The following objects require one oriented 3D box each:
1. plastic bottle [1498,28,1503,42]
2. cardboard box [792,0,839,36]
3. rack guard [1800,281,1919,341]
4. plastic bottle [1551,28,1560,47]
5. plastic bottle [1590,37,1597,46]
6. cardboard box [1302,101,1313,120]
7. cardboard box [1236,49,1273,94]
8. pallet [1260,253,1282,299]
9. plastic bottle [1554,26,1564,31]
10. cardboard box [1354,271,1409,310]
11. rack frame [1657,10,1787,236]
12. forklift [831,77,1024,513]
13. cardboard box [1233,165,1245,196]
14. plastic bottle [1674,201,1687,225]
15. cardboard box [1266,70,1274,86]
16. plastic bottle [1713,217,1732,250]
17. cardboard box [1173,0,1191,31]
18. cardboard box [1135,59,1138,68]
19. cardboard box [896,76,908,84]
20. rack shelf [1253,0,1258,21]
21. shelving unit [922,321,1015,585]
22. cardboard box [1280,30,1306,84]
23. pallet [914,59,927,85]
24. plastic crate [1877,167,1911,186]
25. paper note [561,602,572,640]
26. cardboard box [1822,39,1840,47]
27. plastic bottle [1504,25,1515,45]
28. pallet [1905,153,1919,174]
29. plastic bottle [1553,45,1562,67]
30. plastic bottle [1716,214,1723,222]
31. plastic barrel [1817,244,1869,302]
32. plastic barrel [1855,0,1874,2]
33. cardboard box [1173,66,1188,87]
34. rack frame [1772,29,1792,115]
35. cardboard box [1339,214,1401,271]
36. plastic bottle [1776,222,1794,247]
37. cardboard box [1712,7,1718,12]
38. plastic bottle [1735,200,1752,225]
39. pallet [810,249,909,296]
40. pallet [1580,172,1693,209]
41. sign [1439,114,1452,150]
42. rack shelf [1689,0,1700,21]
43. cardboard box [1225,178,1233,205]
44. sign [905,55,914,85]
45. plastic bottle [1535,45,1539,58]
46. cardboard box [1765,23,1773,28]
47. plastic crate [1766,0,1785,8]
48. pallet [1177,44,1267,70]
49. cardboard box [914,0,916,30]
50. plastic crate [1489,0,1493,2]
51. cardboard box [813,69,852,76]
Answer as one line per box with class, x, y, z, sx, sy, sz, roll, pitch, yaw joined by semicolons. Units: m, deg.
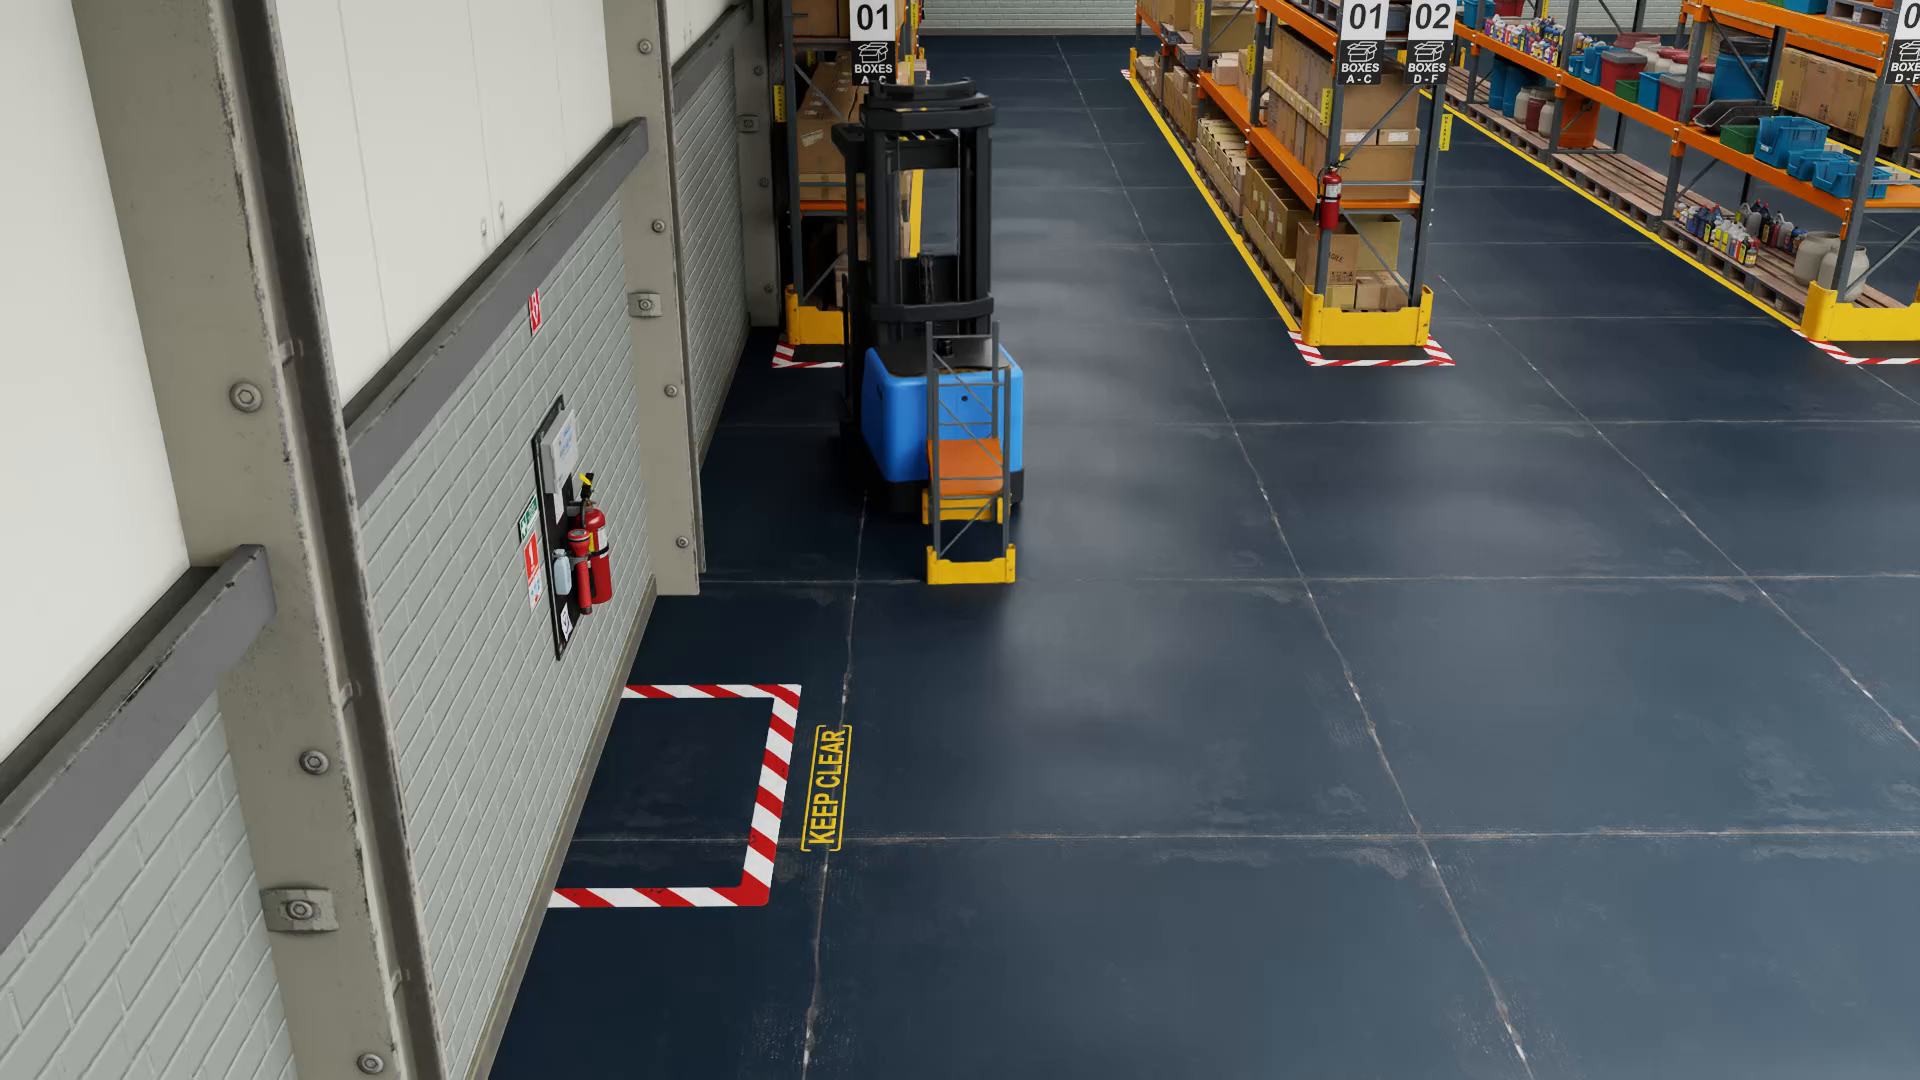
plastic bottle;8.306;-7.742;25.469;0.097;0.201;0.097;0;24;0
cardboard box;-1.331;-4.867;15.085;0.500;0.500;0.500;1;24;3
rack guard;8.786;-2.211;16.032;1.175;0.500;0.348;0;24;-1
plastic bottle;8.919;-7.527;24.908;0.097;0.271;0.097;0;24;0
plastic bottle;9.101;-7.083;23.913;0.061;0.283;0.133;0;24;-1
cardboard box;3.670;-4.329;16.774;0.380;0.149;0.250;0;24;1
cardboard box;3.828;-5.949;21.142;0.500;0.500;0.500;-2;24;-3
pallet;3.820;-2.844;17.782;1.003;0.211;1.213;0;24;-1
plastic bottle;9.041;-7.632;25.136;0.152;0.276;0.135;0;24;-1
cardboard box;4.097;-2.459;16.373;0.500;0.250;0.500;0;24;-1
rack frame;8.790;-4.967;19.093;1.000;3.000;0.127;0;24;-1
forklift;-0.362;-2.110;12.859;1.130;2.935;3.031;-5;25;-12
cardboard box;3.546;-4.306;19.778;0.500;0.311;0.500;0;24;-1
plastic bottle;8.355;-3.791;19.270;0.097;0.271;0.097;0;24;0
cardboard box;3.646;-5.176;18.646;0.380;0.149;0.250;0;24;-1
plastic bottle;8.390;-3.373;18.249;0.144;0.351;0.185;0;24;-1
cardboard box;3.602;-8.001;25.169;0.700;0.500;0.500;4;25;8
cardboard box;3.367;-8.619;30.092;0.380;0.149;0.250;0;24;-1
cardboard box;-0.796;-4.598;17.525;0.500;0.500;0.500;-1;24;-2
rack shelf;3.815;-6.810;20.399;1.077;0.370;4.000;0;24;-1
shelving unit;0.045;-0.610;11.279;0.587;1.500;1.083;-1;24;-3
cardboard box;3.855;-5.192;17.894;0.700;0.500;0.500;0;24;-1
pallet;-1.046;-6.190;22.030;1.213;0.211;1.003;0;24;-1
plastic crate;9.145;-3.569;16.321;0.298;0.136;0.250;0;24;-1
paper note;-1.958;0.407;8.280;0.016;0.148;0.142;0;24;-1
cardboard box;13.422;-7.727;25.074;0.500;0.500;0.500;-1;24;-2
plastic bottle;8.337;-7.633;25.138;0.152;0.276;0.135;0;24;-1
pallet;13.706;-5.045;22.649;1.003;0.211;1.213;0;24;-1
plastic bottle;8.315;-6.727;23.125;0.061;0.283;0.133;0;24;-1
plastic bottle;8.506;-3.531;18.694;0.097;0.271;0.097;0;24;0
plastic barrel;8.750;-2.648;16.473;0.421;0.512;0.421;0;24;0
plastic barrel;8.694;-5.432;15.742;0.600;0.588;0.600;0;24;0
cardboard box;3.522;-7.034;25.251;0.500;0.250;0.500;0;24;0
rack frame;13.655;-8.286;26.431;1.000;3.000;0.127;0;24;-1
cardboard box;4.090;-3.006;16.674;0.500;0.500;0.500;0;24;-1
plastic bottle;9.089;-3.383;18.362;0.152;0.276;0.135;0;24;0
cardboard box;13.299;-9.249;28.864;0.380;0.149;0.250;-1;24;-2
plastic bottle;8.941;-3.696;18.963;0.144;0.351;0.185;0;24;-1
pallet;-1.058;-2.872;17.843;1.003;0.211;1.213;0;24;-1
pallet;8.726;-4.524;21.497;1.003;0.211;1.213;0;24;-1
sign;4.435;-3.729;15.208;0.100;0.325;0.005;0;24;-1
rack shelf;8.768;-6.830;20.445;1.077;0.370;4.000;0;24;-1
cardboard box;3.539;-4.263;20.363;0.500;0.250;0.500;-1;24;-1
sign;-0.574;-5.323;18.828;0.100;0.325;0.005;0;24;-1
plastic bottle;8.324;-7.033;23.901;0.097;0.201;0.097;0;24;0
cardboard box;13.321;-8.402;26.992;0.380;0.149;0.250;0;24;0
plastic crate;8.535;-5.586;17.078;0.336;0.188;0.450;0;24;-1
pallet;3.716;-6.786;23.348;1.213;0.211;1.003;0;24;-1
cardboard box;-0.931;-8.010;25.314;0.500;0.500;0.500;0;24;0
plastic crate;8.870;-8.867;27.787;0.437;0.282;0.530;0;24;-1
cardboard box;-1.318;-4.797;17.965;0.500;0.500;0.500;0;24;-1
